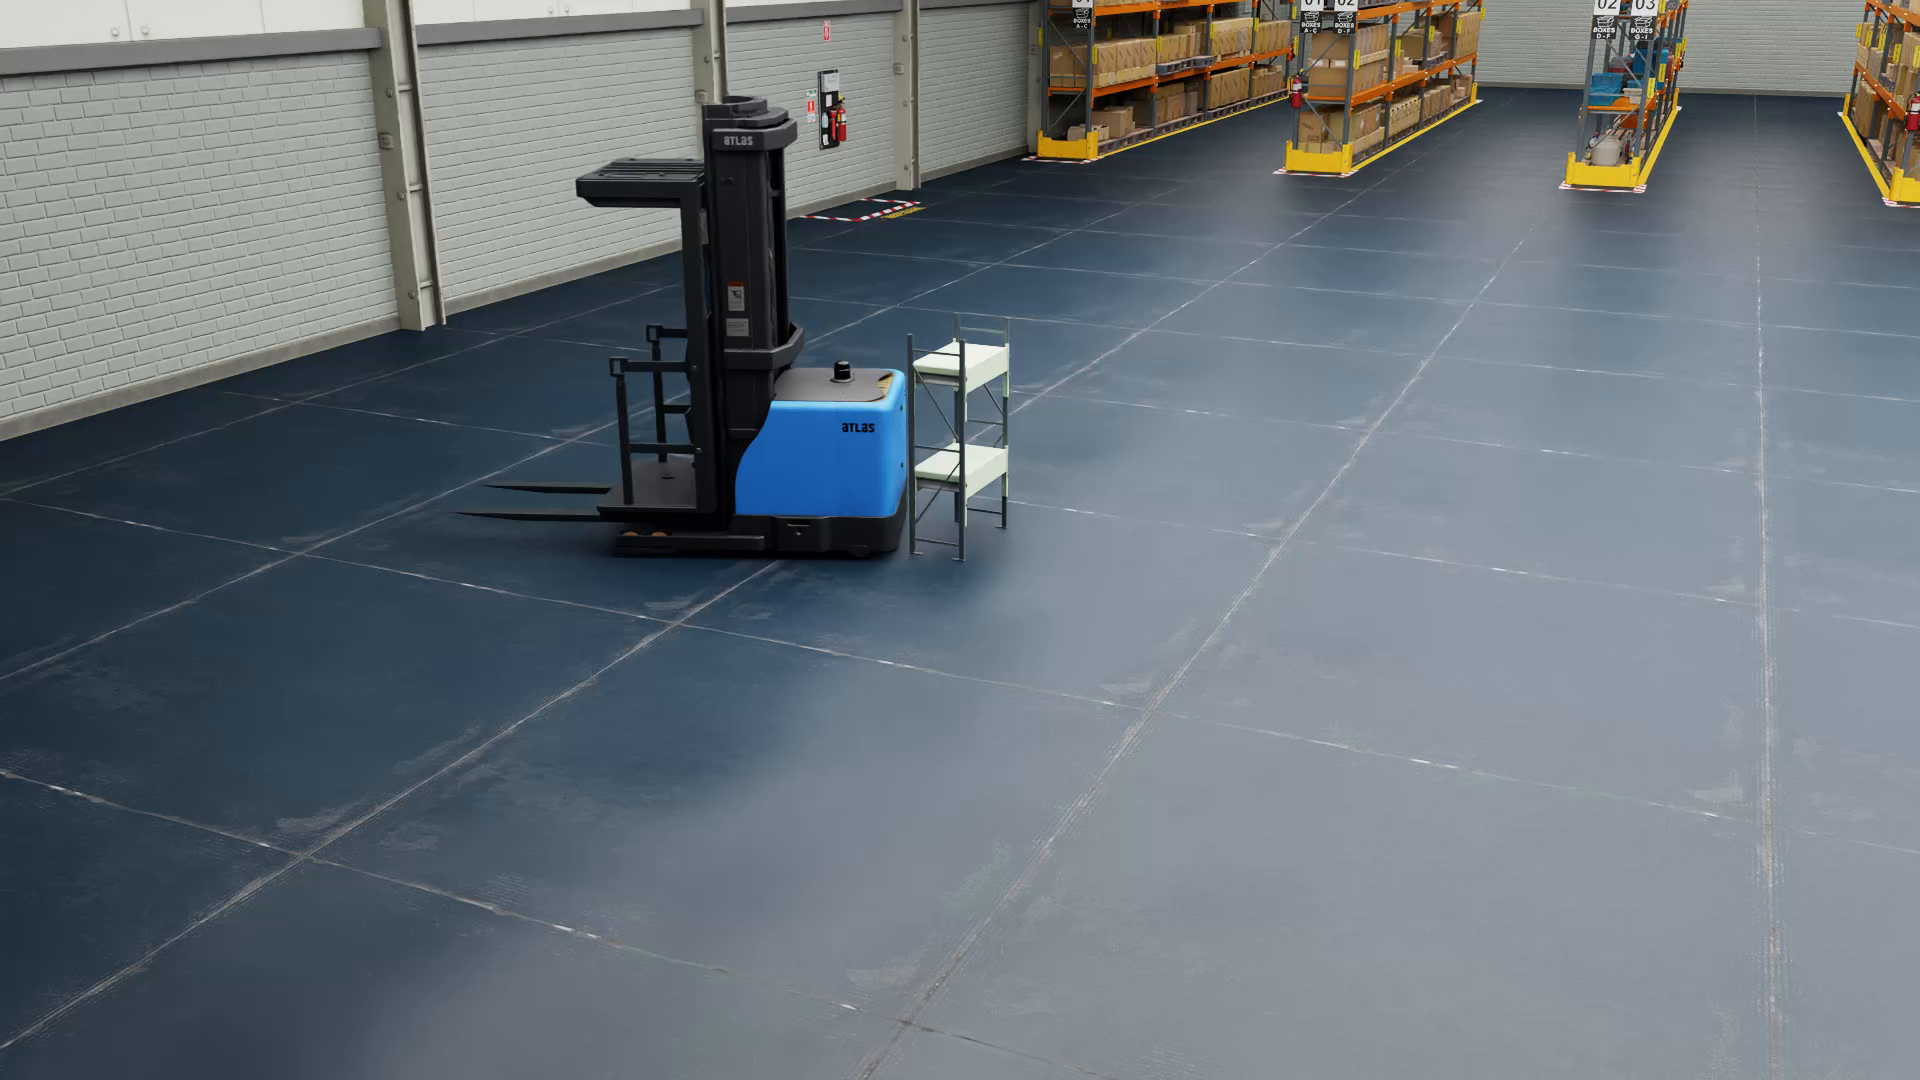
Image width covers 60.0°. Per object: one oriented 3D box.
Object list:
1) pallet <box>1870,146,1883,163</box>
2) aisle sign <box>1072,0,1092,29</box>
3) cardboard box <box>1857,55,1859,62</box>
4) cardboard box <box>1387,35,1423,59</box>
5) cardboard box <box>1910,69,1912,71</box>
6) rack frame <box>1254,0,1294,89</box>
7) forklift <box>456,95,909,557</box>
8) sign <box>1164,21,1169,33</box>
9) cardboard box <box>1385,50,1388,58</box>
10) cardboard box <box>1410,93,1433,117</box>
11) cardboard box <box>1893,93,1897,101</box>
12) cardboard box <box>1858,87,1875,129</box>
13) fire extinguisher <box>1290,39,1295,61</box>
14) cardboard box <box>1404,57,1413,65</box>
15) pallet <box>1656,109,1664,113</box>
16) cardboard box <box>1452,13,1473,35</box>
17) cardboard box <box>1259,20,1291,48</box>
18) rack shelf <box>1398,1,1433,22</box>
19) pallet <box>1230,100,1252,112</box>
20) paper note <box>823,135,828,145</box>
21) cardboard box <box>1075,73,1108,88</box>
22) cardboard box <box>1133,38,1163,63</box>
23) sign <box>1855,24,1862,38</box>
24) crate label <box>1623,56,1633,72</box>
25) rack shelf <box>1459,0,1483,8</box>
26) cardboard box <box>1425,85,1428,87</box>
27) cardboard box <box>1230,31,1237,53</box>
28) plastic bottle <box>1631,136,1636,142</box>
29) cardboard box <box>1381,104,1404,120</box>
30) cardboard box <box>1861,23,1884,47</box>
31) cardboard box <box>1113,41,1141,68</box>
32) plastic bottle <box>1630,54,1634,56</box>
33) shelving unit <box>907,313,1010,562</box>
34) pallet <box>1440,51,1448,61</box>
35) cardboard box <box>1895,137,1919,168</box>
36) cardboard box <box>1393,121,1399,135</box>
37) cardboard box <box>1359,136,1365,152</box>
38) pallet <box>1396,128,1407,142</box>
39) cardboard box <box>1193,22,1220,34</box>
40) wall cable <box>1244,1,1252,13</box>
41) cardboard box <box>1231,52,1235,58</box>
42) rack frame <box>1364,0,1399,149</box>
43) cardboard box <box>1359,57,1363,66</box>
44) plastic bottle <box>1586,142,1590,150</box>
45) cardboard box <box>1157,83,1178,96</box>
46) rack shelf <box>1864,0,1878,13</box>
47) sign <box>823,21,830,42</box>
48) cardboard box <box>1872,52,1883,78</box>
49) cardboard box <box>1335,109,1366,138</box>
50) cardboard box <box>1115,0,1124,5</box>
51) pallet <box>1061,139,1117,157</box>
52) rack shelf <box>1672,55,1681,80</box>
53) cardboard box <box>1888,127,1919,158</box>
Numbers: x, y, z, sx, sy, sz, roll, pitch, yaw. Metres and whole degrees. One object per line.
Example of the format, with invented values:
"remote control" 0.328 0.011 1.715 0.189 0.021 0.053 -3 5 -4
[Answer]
"pallet" 18.078 -7.381 31.908 1.003 0.211 1.213 9 21 23
"aisle sign" 2.311 -10.060 31.400 0.394 0.787 0.004 9 21 23
"cardboard box" 21.521 -11.412 39.456 0.380 0.149 0.250 8 21 21
"cardboard box" 10.019 -11.118 37.480 0.700 0.500 0.500 2 20 4
"cardboard box" 16.214 -7.527 27.565 0.875 0.500 0.500 9 21 23
"rack frame" 8.619 -13.790 45.767 1.000 3.000 0.127 9 21 23
"forklift" -1.906 -1.440 11.142 3.031 2.935 1.130 1 20 3
"sign" 4.835 -11.965 38.908 0.100 0.325 0.005 9 21 23
"cardboard box" 8.310 -9.683 33.102 0.380 0.149 0.250 9 21 23
"cardboard box" 10.520 -9.956 38.060 0.500 0.500 0.500 8 21 21
"cardboard box" 16.785 -7.865 29.482 0.380 0.149 0.250 9 21 23
"cardboard box" 19.574 -8.981 34.791 1.225 0.875 0.875 9 21 23
"fire extinguisher" 9.102 -13.560 45.794 0.296 0.674 0.183 9 21 23
"cardboard box" 9.675 -10.518 36.701 0.500 0.311 0.500 10 22 26
"pallet" 16.285 -10.124 39.620 1.003 0.211 1.213 9 21 23
"cardboard box" 12.584 -12.985 41.862 0.500 0.500 0.500 9 22 24
"cardboard box" 8.419 -13.774 45.274 0.980 0.700 0.700 10 22 25
"rack shelf" 9.045 -11.128 34.881 1.077 0.370 4.000 9 21 23
"pallet" 6.734 -11.007 42.103 1.003 0.211 1.213 9 21 23
"paper note" -2.074 -6.187 25.704 0.016 0.148 0.142 9 21 23
"cardboard box" 2.557 -8.943 32.332 0.500 0.250 0.500 8 21 21
"cardboard box" 3.945 -10.527 35.786 0.700 0.500 0.500 9 21 23
"sign" 21.672 -12.274 40.094 0.100 0.325 0.005 9 21 23
"crate label" 13.728 -9.735 34.312 0.502 0.435 0.616 9 21 23
"rack shelf" 12.321 -13.574 41.758 1.077 0.370 4.000 9 21 23
"cardboard box" 11.082 -10.803 40.444 0.500 0.500 0.500 8 21 20
"cardboard box" 6.409 -12.125 40.462 0.500 0.500 0.500 9 22 24
"plastic bottle" 12.532 -7.327 30.892 0.144 0.351 0.185 8 21 22
"cardboard box" 9.043 -9.012 34.973 0.500 0.311 0.500 8 21 21
"cardboard box" 21.322 -11.752 38.697 0.500 0.500 0.500 8 21 21
"cardboard box" 3.379 -9.921 33.962 0.500 0.500 0.500 8 21 21
"plastic bottle" 15.333 -10.948 37.962 0.152 0.276 0.135 9 21 23
"shelving unit" -0.003 -0.705 11.212 0.431 1.500 0.755 9 21 23
"pallet" 11.075 -11.568 39.808 1.003 0.211 1.213 9 21 23
"cardboard box" 16.834 -6.809 29.243 0.500 0.500 0.500 17 26 40
"cardboard box" 8.828 -8.590 34.624 0.500 0.250 0.500 9 22 24
"cardboard box" 7.417 -7.562 31.732 0.500 0.250 0.500 9 21 23
"pallet" 8.990 -8.734 35.712 1.003 0.211 1.213 9 21 23
"cardboard box" 5.776 -12.006 39.010 0.500 0.250 0.500 9 22 24
"wall cable" 8.280 -14.789 47.062 0.084 1.984 1.851 9 21 23
"cardboard box" 6.541 -11.933 40.892 0.380 0.149 0.250 8 21 21
"rack frame" 8.226 -9.443 33.544 1.000 3.000 0.127 9 21 23
"cardboard box" 7.260 -8.897 30.892 0.380 0.149 0.250 8 21 22
"plastic bottle" 11.489 -7.126 30.428 0.061 0.283 0.133 9 22 24
"cardboard box" 4.599 -10.176 37.561 0.500 0.250 0.500 8 21 22
"rack shelf" 21.357 -12.214 37.932 1.077 0.370 4.000 9 21 23
"sign" -2.033 -7.750 25.325 0.001 0.298 0.199 9 21 23
"cardboard box" 19.295 -9.848 34.534 0.500 0.500 0.500 8 21 21
"cardboard box" 7.407 -7.917 31.611 0.500 0.500 0.500 9 21 23
"cardboard box" 2.894 -10.755 32.578 0.500 0.500 0.500 10 22 25
"pallet" 2.463 -7.851 33.231 1.003 0.211 1.213 9 21 23
"rack shelf" 16.838 -11.480 40.346 1.077 0.370 4.000 9 21 23
"cardboard box" 17.533 -7.297 30.583 0.700 0.500 0.500 7 21 19
